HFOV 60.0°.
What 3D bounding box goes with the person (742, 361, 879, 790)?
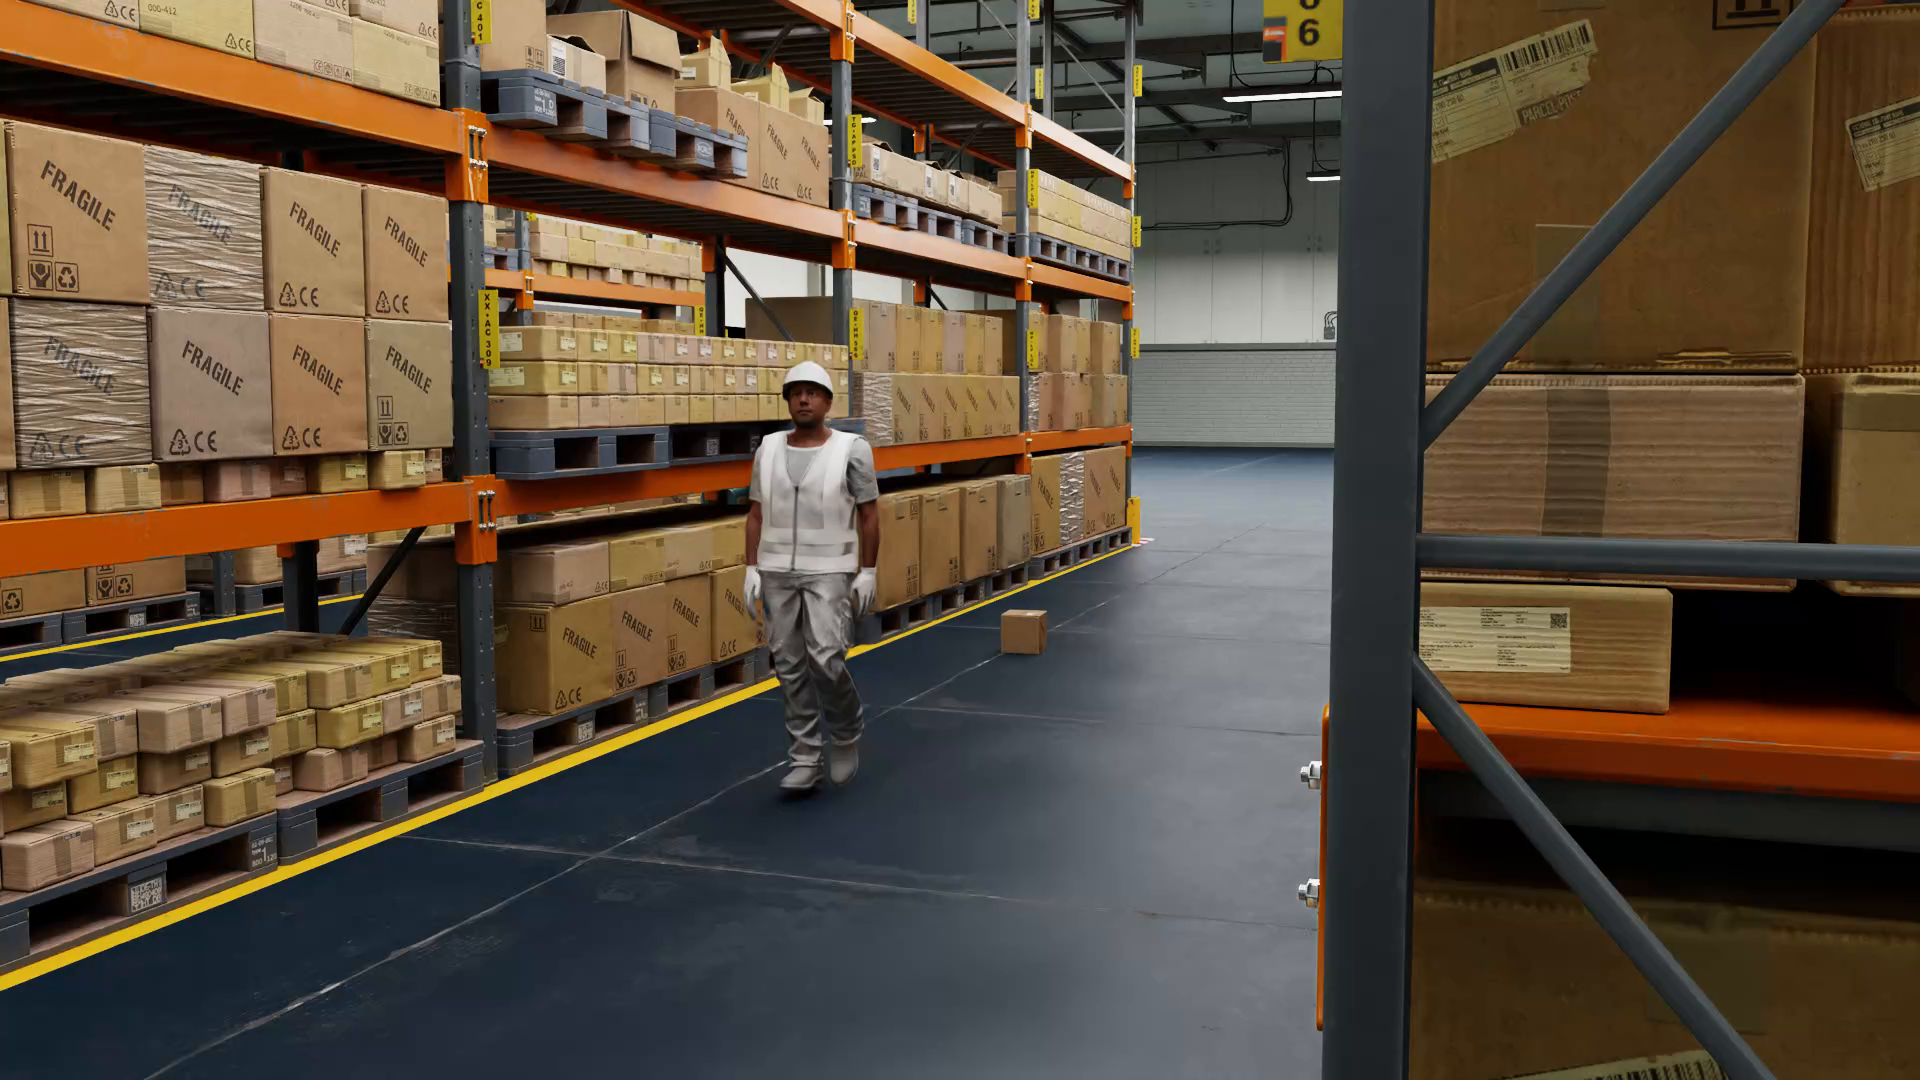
[{"bbox_3d":[-0.633,0.154,6.870,0.545,1.777,0.471,2,5,16],"label":"person"}]
